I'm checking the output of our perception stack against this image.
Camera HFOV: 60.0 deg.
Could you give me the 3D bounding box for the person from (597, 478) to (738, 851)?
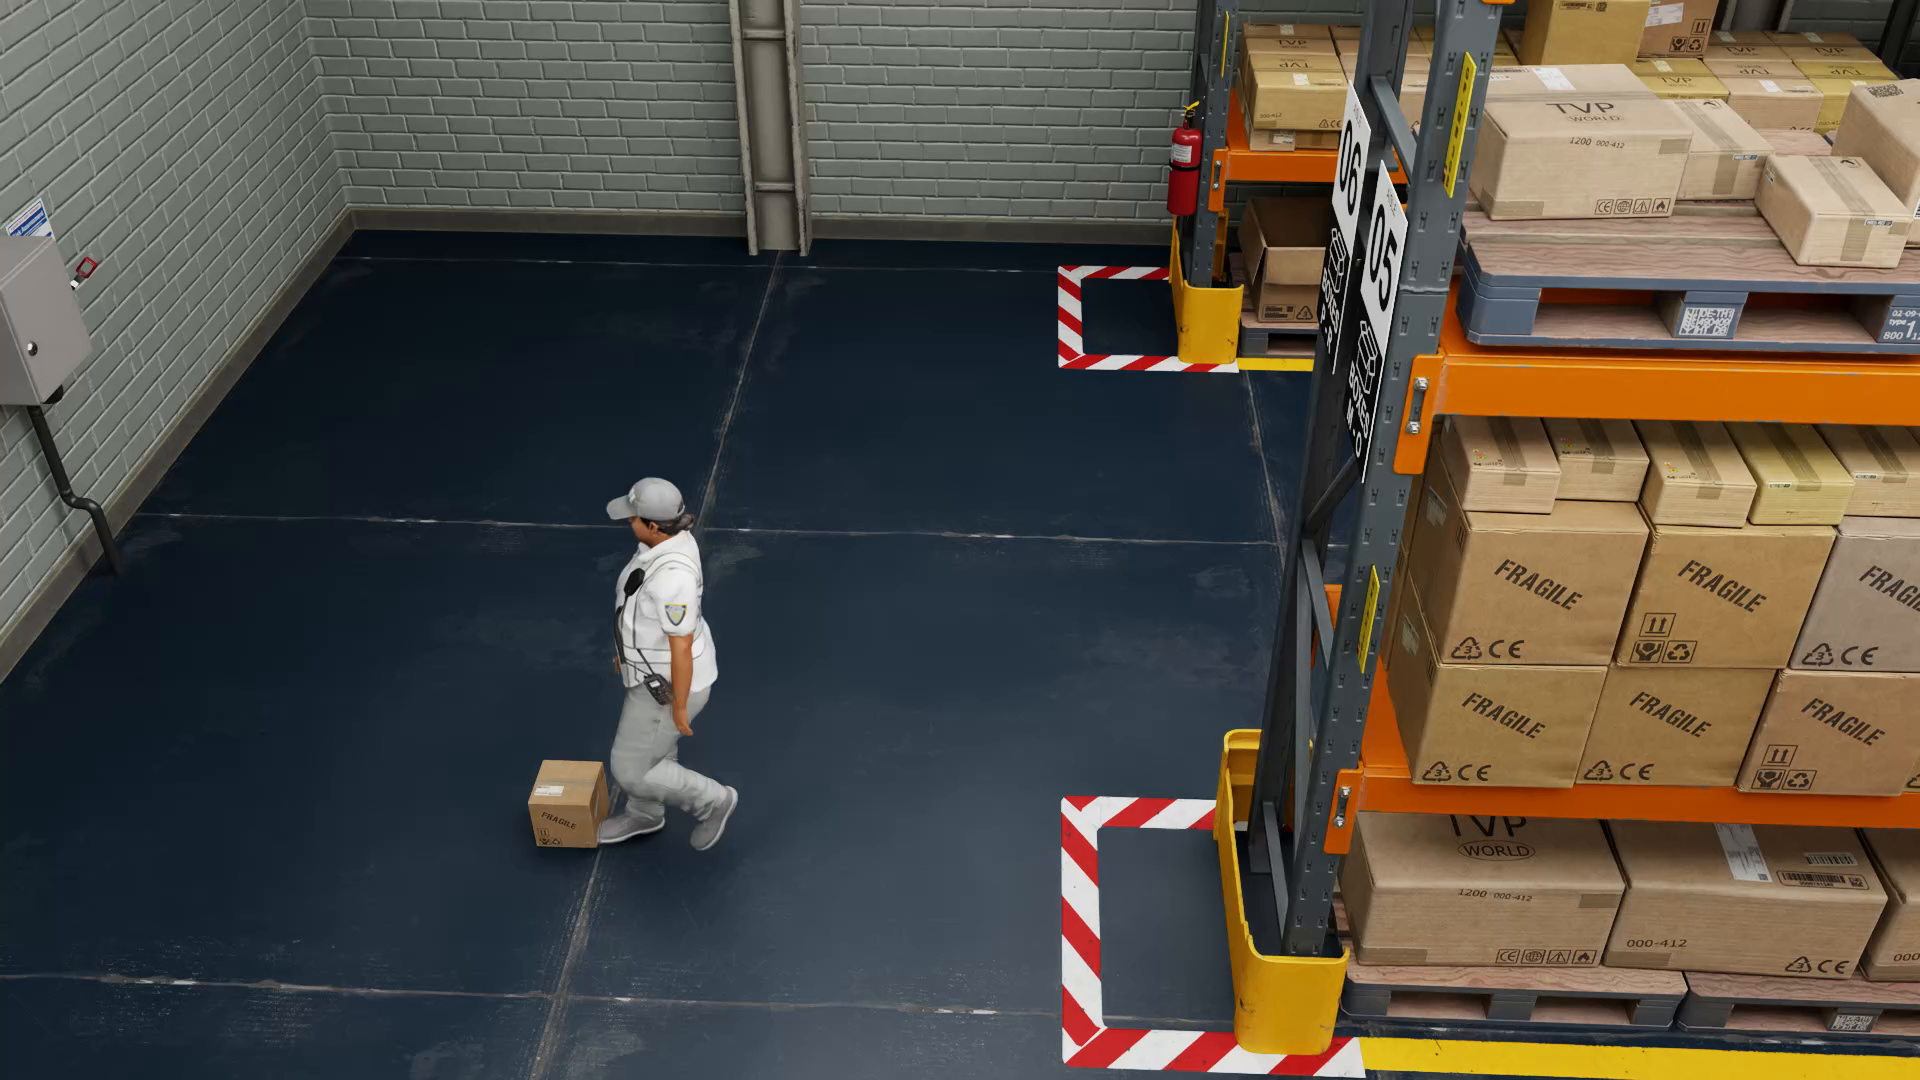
[{"bbox_3d":[-1.216,0.520,6.384,0.598,1.658,0.556,-5,36,-7],"label":"person"}]
